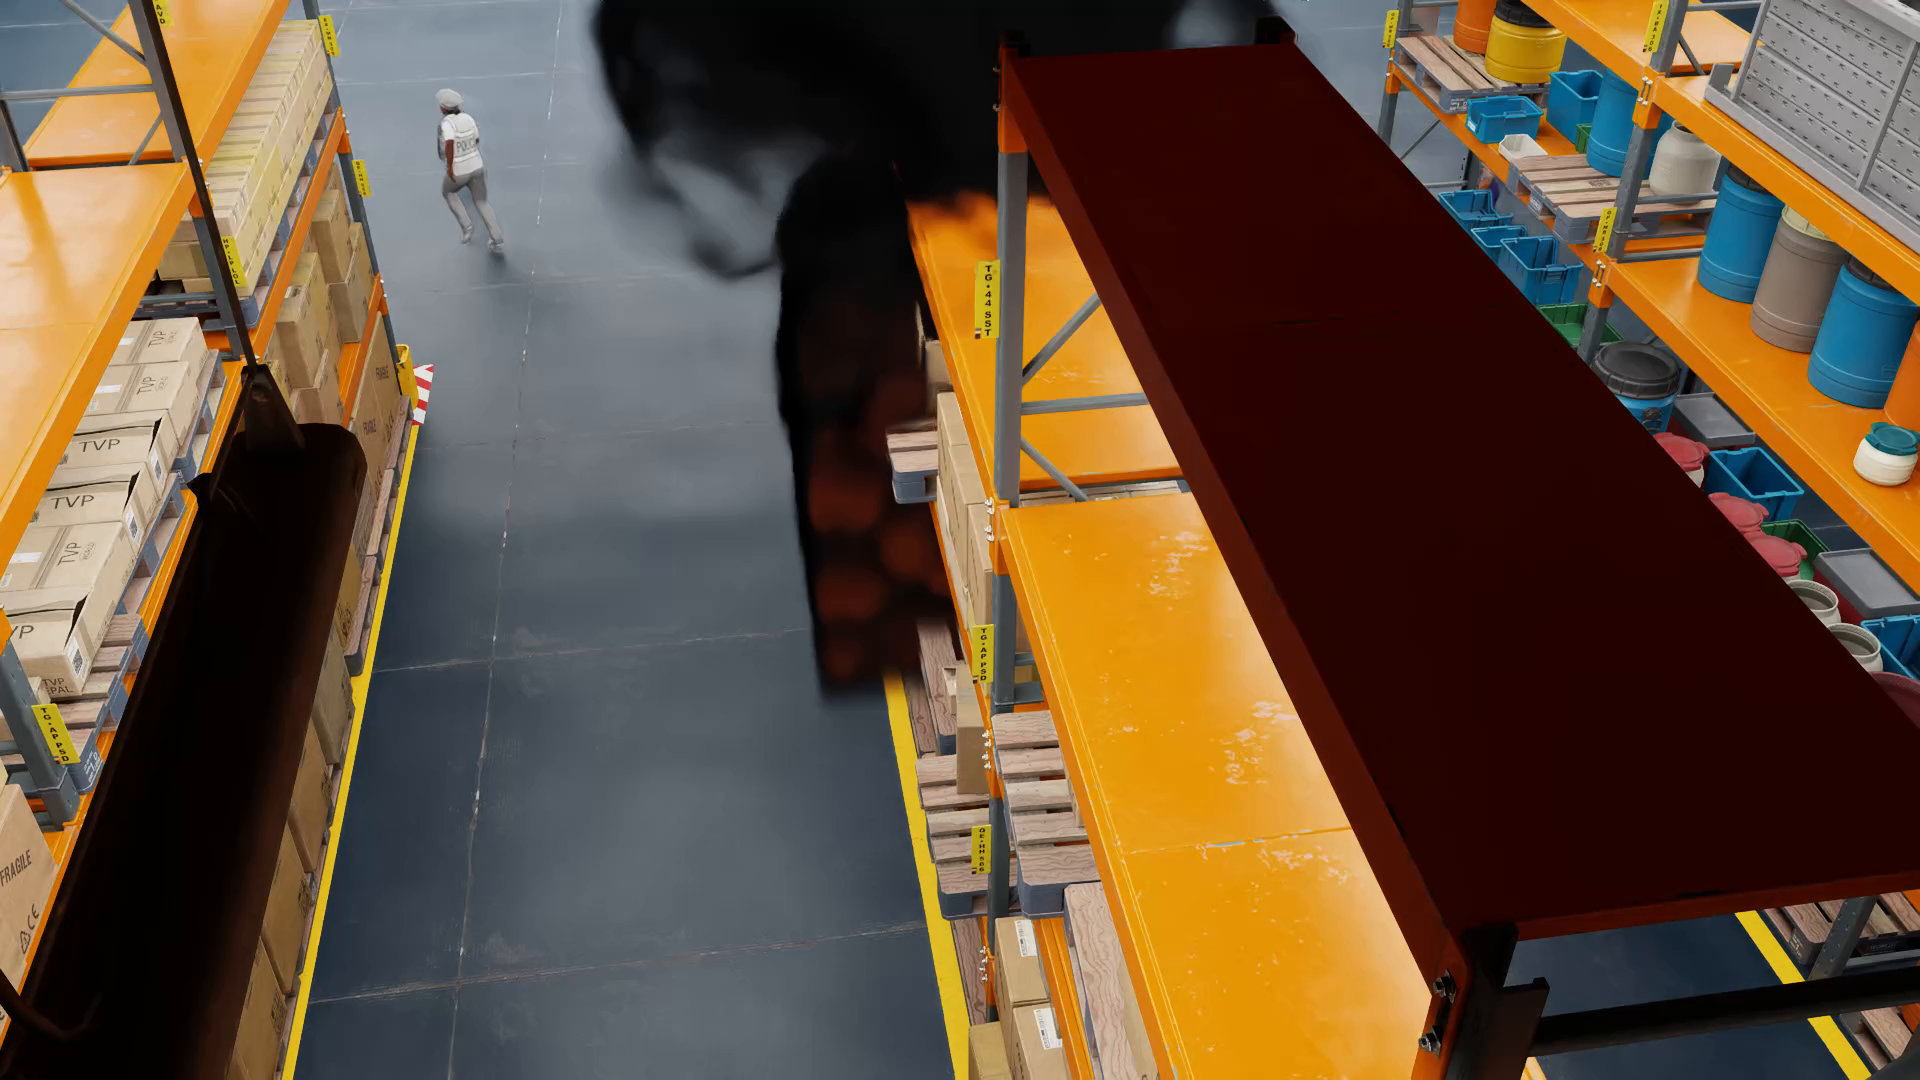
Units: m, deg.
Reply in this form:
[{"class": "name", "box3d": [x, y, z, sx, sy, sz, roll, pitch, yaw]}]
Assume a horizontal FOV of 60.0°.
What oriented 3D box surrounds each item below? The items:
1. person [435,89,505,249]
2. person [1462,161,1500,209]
[{"class": "person", "box3d": [-5.111, -3.789, 17.203, 0.822, 1.711, 0.600, 24, 43, 29]}, {"class": "person", "box3d": [5.096, -3.364, 16.397, 0.826, 1.605, 0.669, 24, 43, 29]}]
